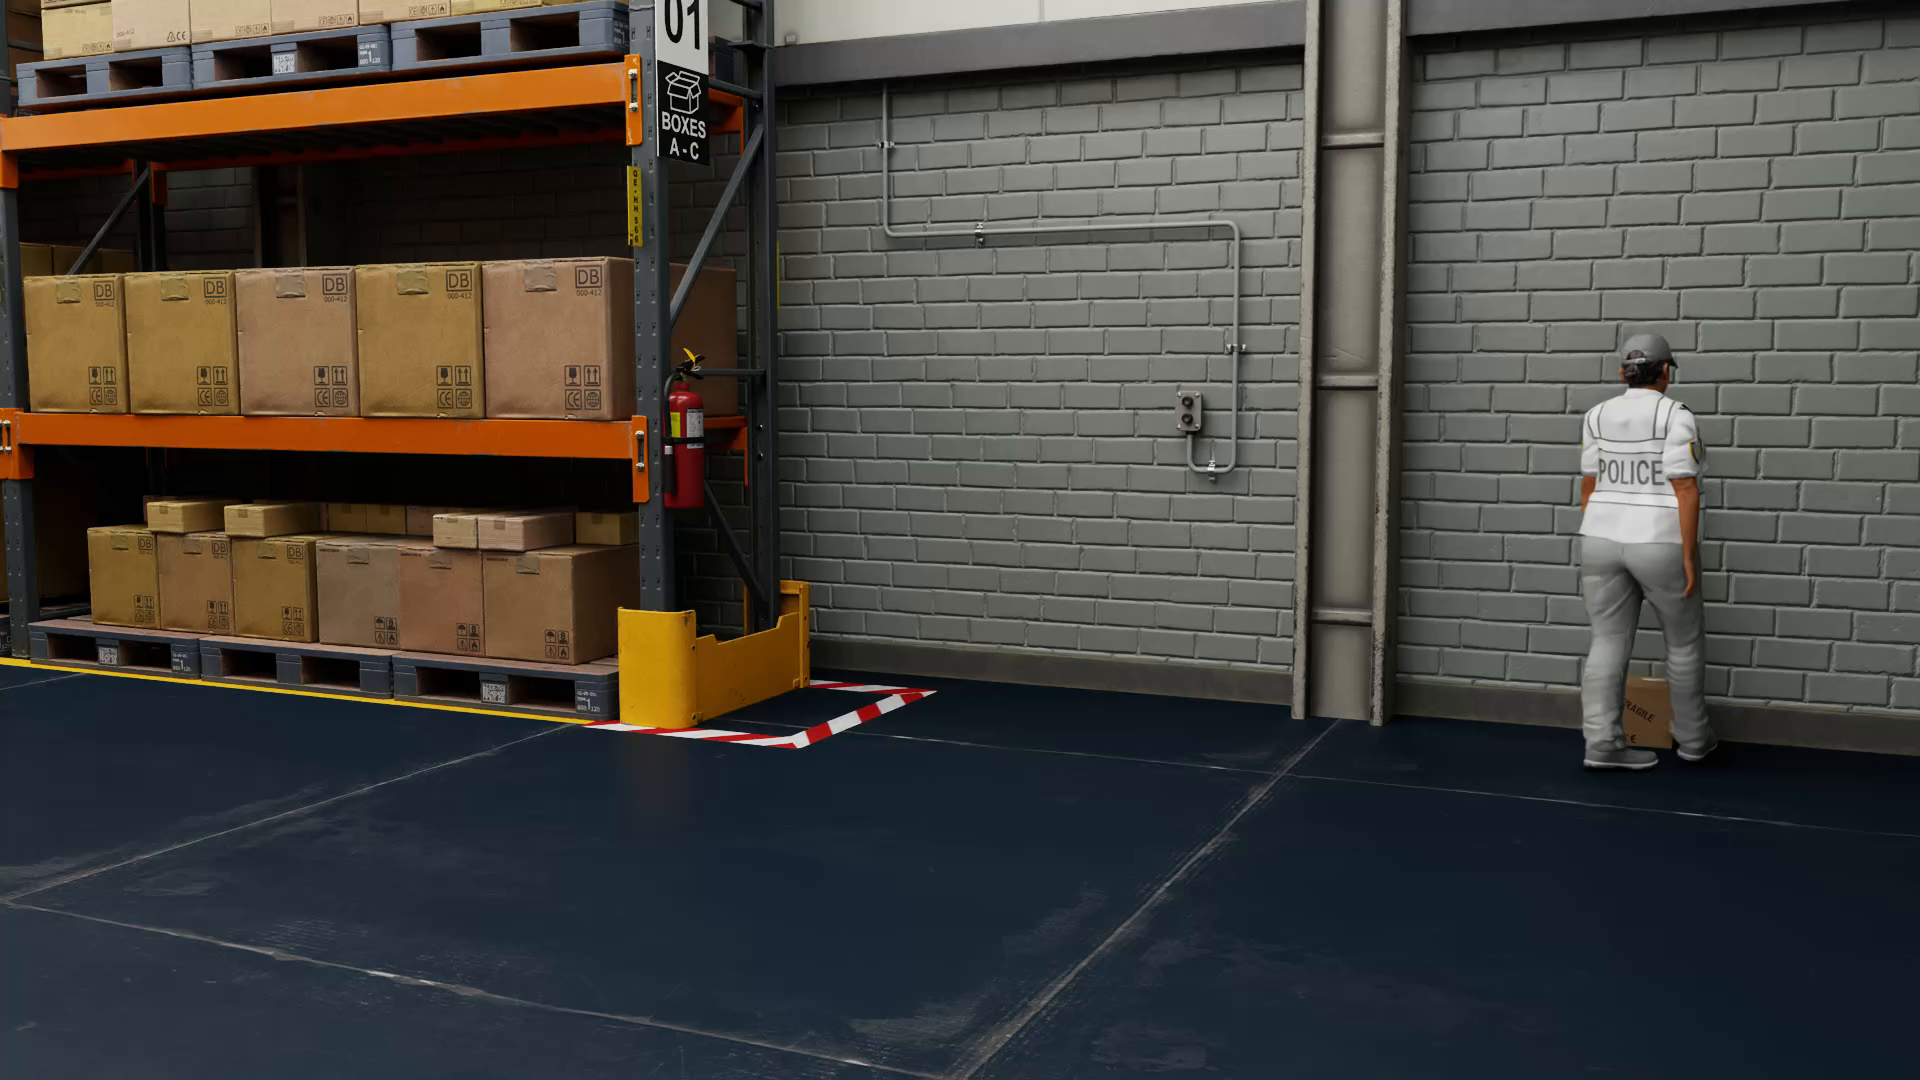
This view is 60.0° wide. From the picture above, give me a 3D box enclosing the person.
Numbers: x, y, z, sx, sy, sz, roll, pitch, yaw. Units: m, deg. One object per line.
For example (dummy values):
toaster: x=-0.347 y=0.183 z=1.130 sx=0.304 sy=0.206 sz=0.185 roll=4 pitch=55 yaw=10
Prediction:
person: x=2.672 y=0.035 z=6.381 sx=0.667 sy=1.653 sz=0.473 roll=-5 pitch=8 yaw=-41
